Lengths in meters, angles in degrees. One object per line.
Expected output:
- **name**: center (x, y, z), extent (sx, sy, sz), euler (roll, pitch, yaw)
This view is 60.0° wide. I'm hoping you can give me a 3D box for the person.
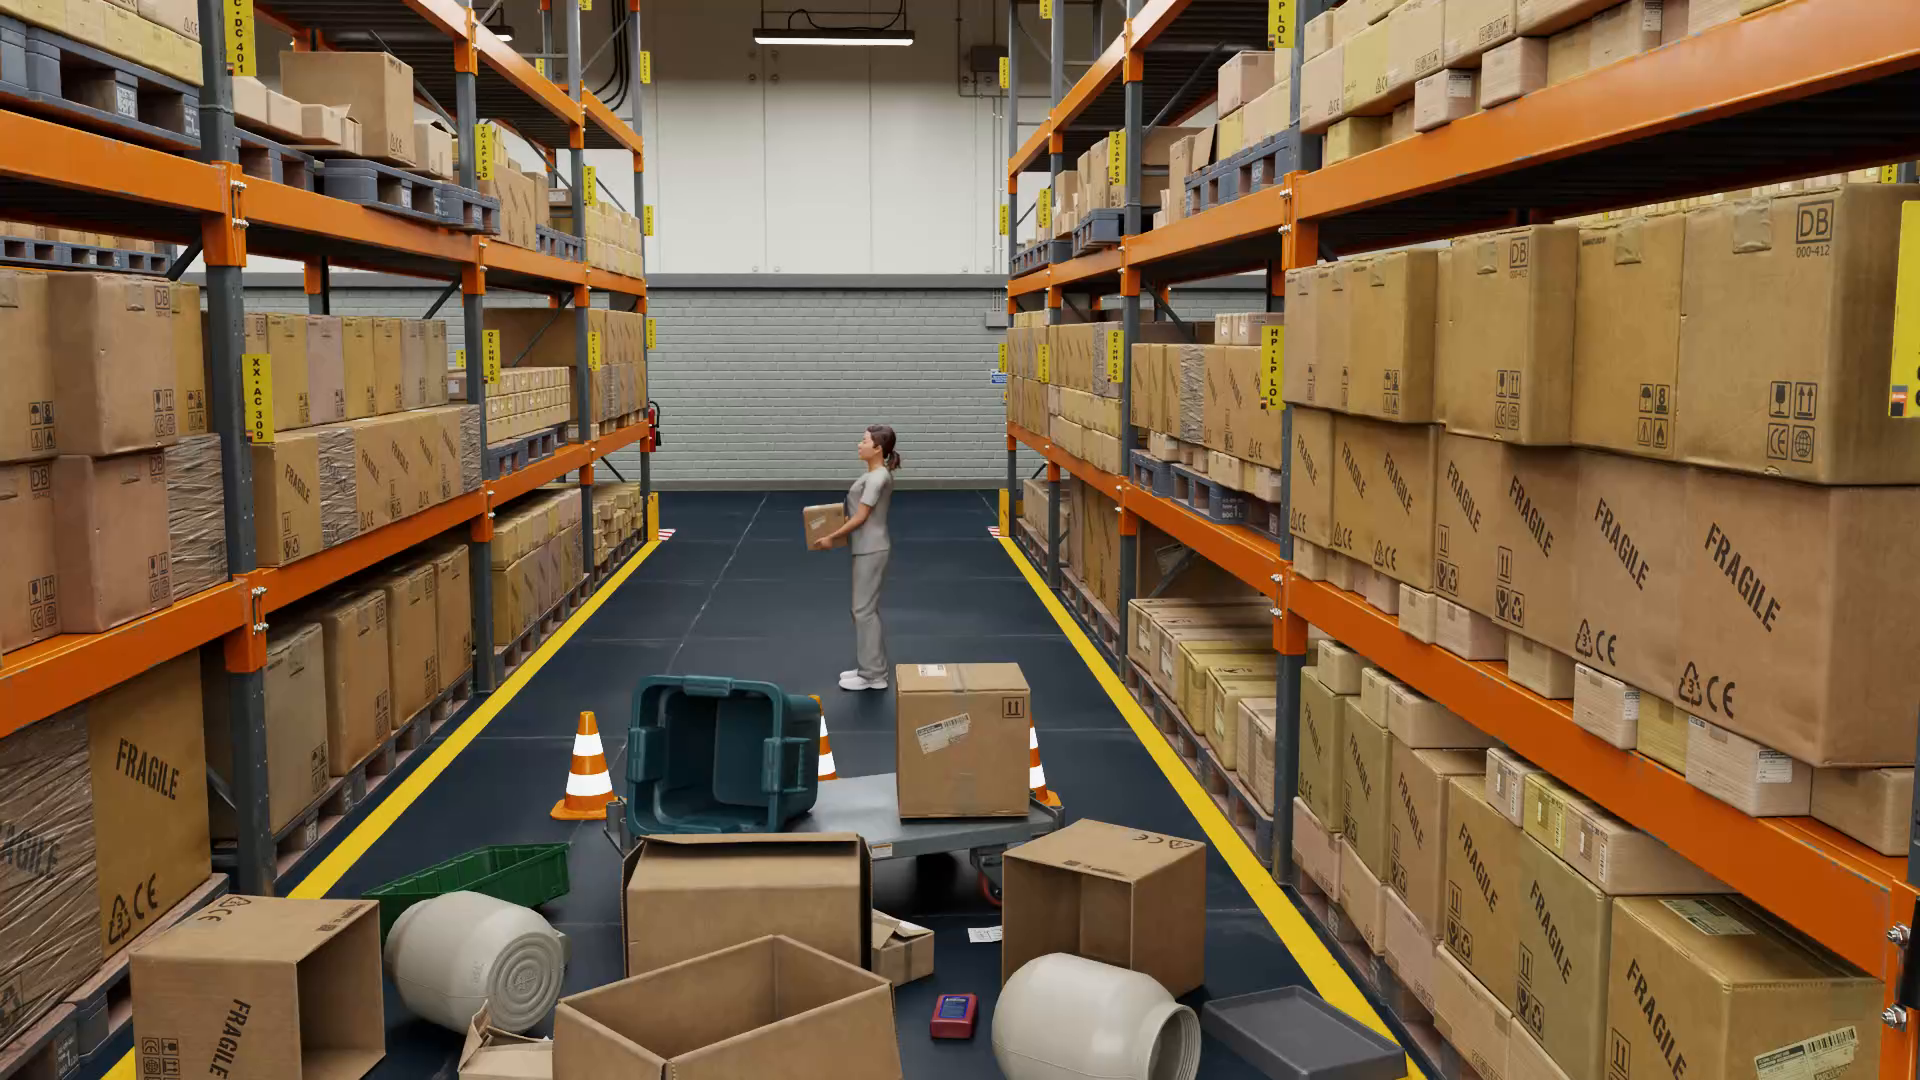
- **person**: center (-0.643, 0.100, 10.480), extent (0.560, 1.662, 0.438), euler (0, 7, -3)
